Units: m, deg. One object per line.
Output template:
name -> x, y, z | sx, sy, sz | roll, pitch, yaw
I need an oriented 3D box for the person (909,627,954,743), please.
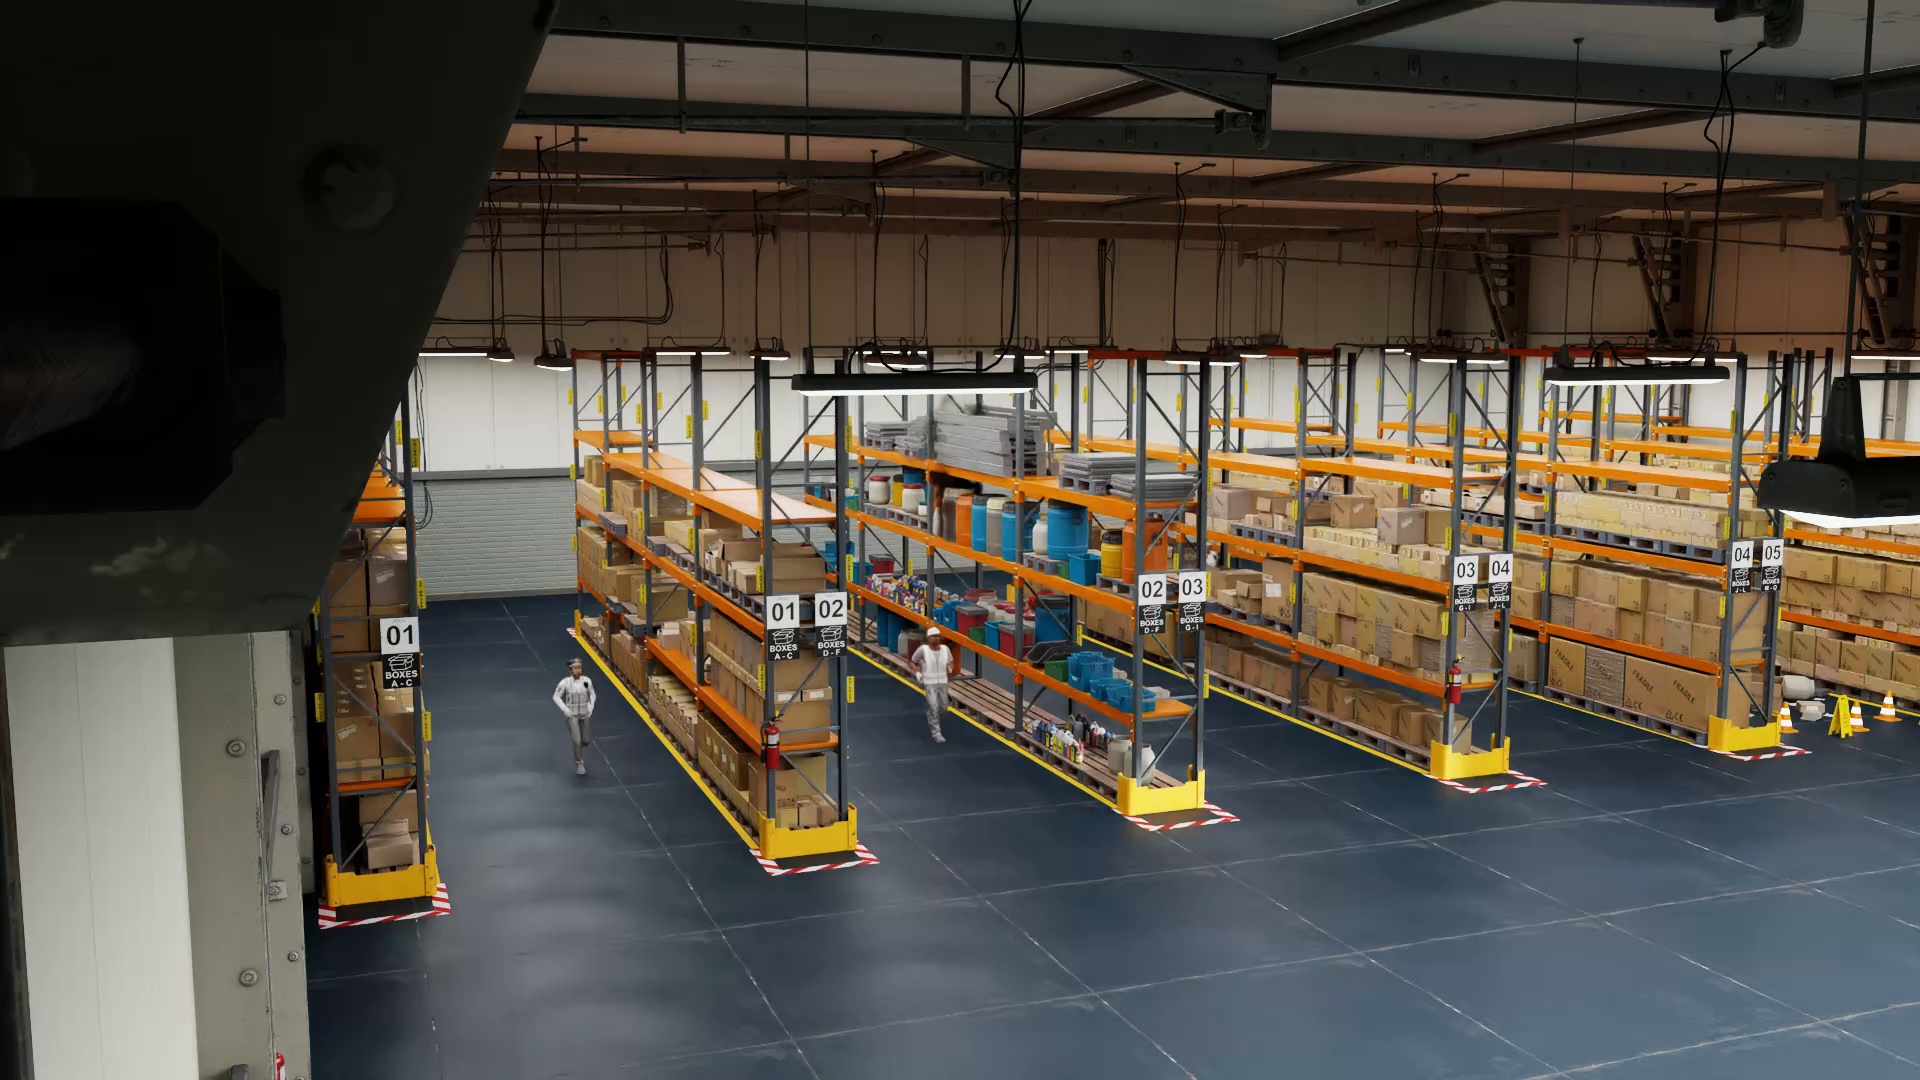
person -> -0.407, 2.236, 25.977 | 0.698, 1.757, 0.886 | -3, 8, -23

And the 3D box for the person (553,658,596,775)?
person -> -5.570, 2.522, 24.085 | 0.628, 1.673, 0.566 | -4, 8, -28

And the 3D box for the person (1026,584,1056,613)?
person -> 1.656, 1.593, 31.375 | 0.651, 1.684, 0.602 | -5, 8, -33

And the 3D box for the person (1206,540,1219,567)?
person -> 5.560, 0.856, 37.366 | 0.586, 1.747, 0.892 | -1, 7, -11
